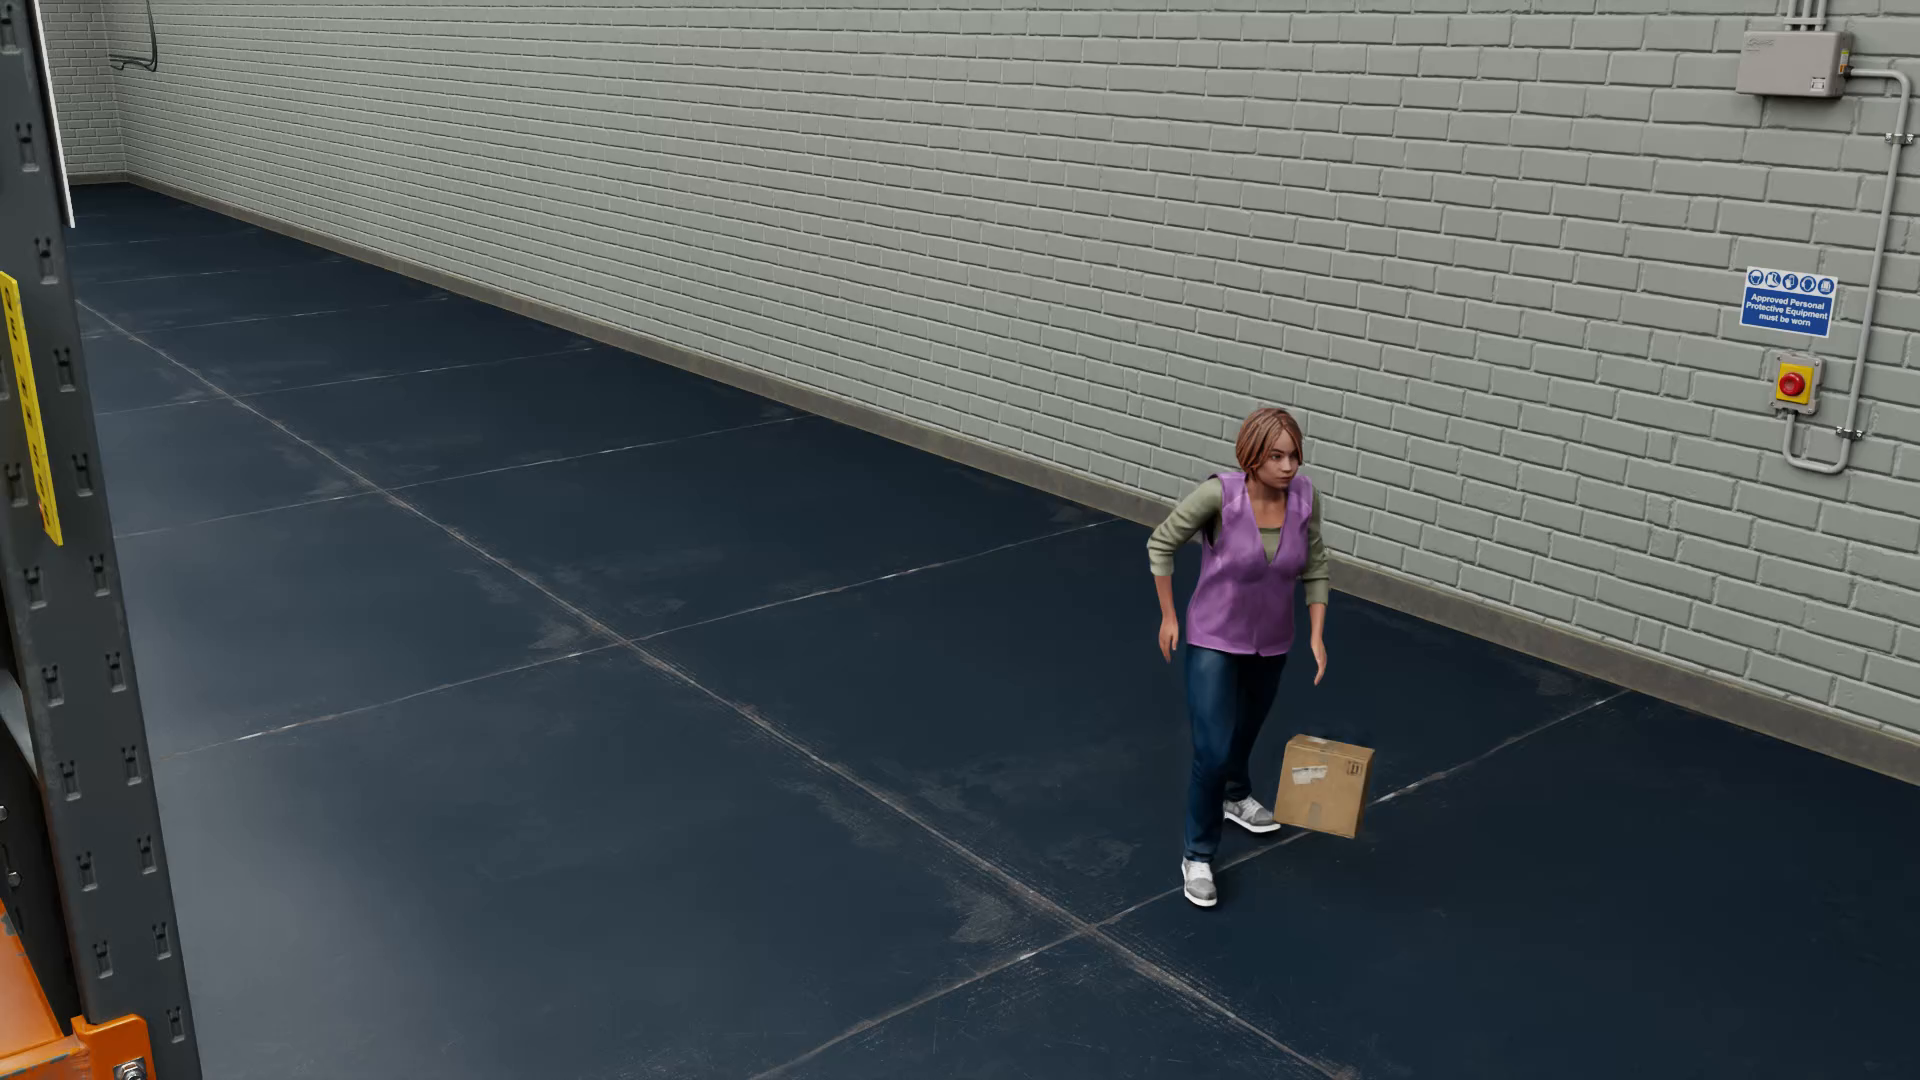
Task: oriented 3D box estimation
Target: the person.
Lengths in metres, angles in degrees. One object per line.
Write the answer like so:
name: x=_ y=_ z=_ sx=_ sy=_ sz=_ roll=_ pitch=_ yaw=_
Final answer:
person: x=0.851 y=0.310 z=5.171 sx=0.550 sy=1.551 sz=0.656 roll=-6 pitch=19 yaw=-19
